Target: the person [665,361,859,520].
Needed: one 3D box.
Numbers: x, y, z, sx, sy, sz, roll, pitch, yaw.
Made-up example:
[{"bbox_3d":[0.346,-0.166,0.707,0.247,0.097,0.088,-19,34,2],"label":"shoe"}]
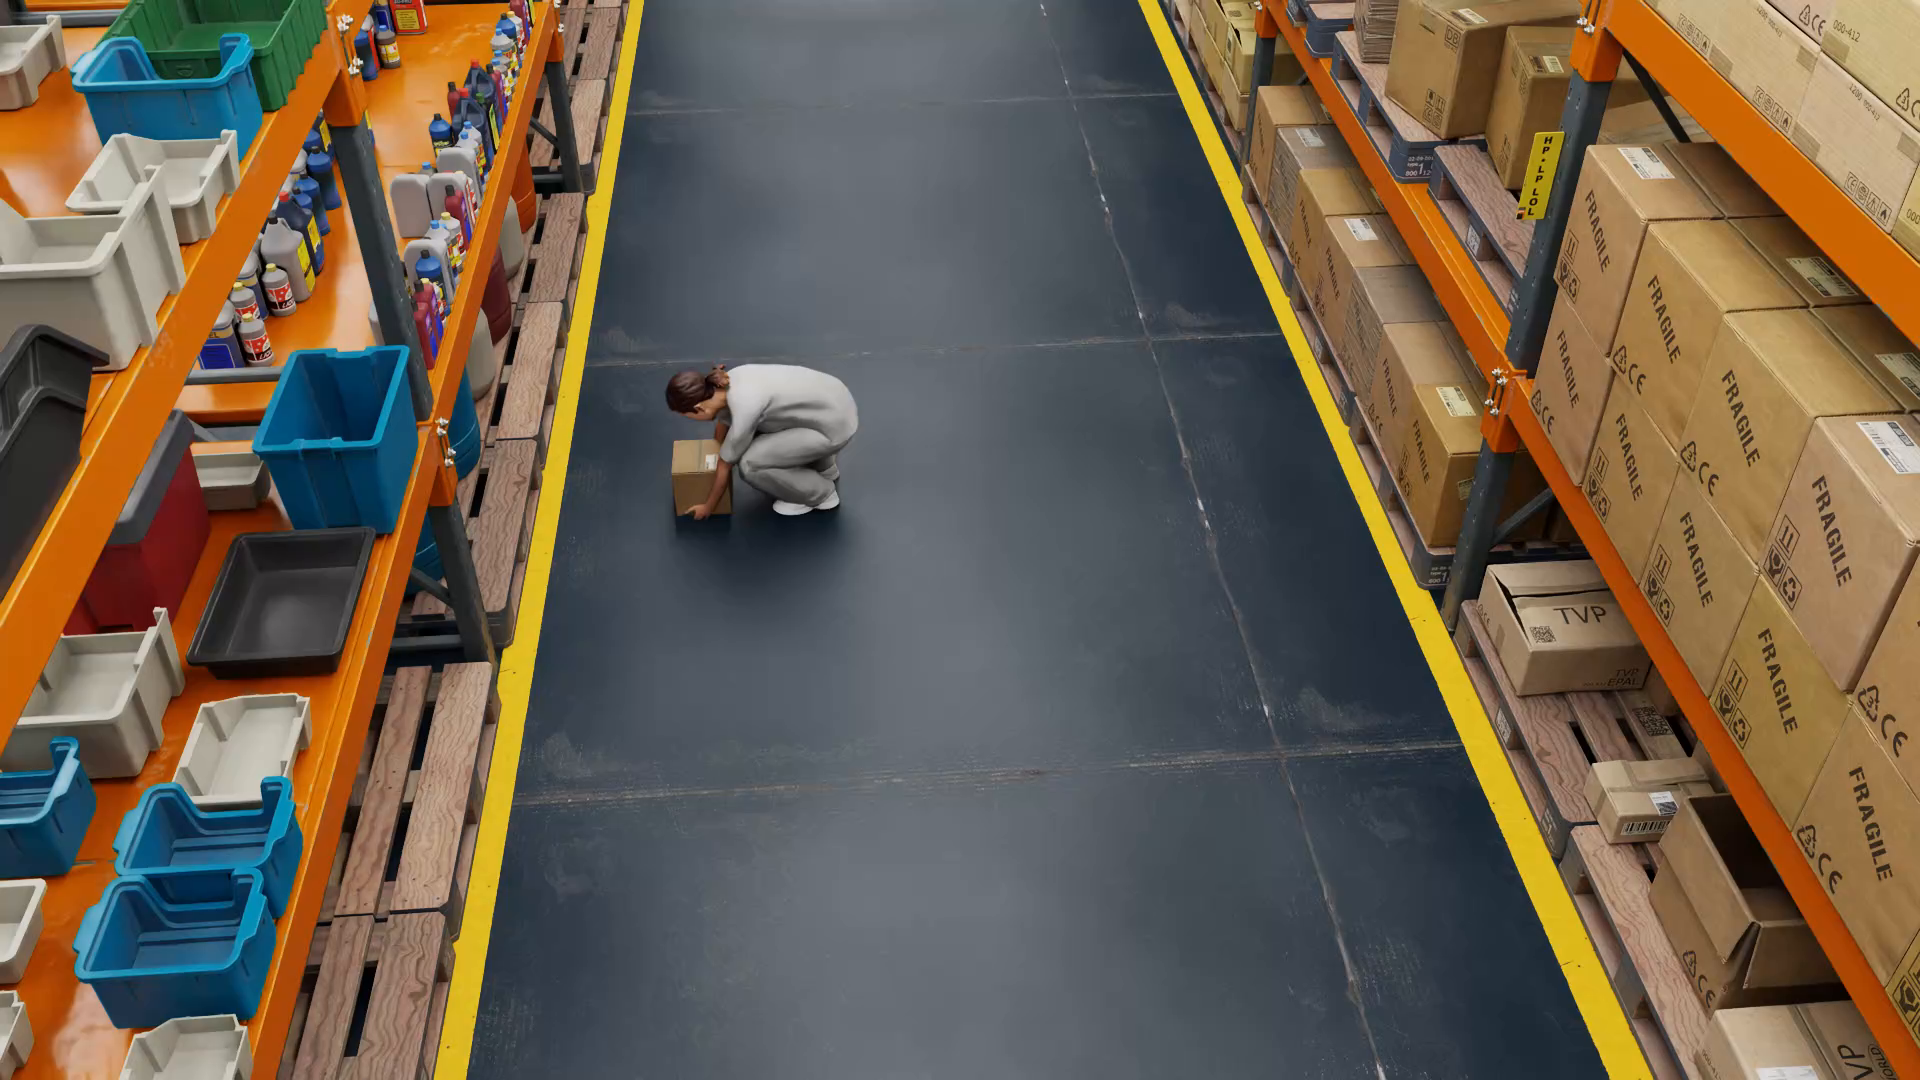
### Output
[{"bbox_3d":[-0.876,-0.467,7.519,0.841,0.794,0.468,-4,39,-5],"label":"person"}]
